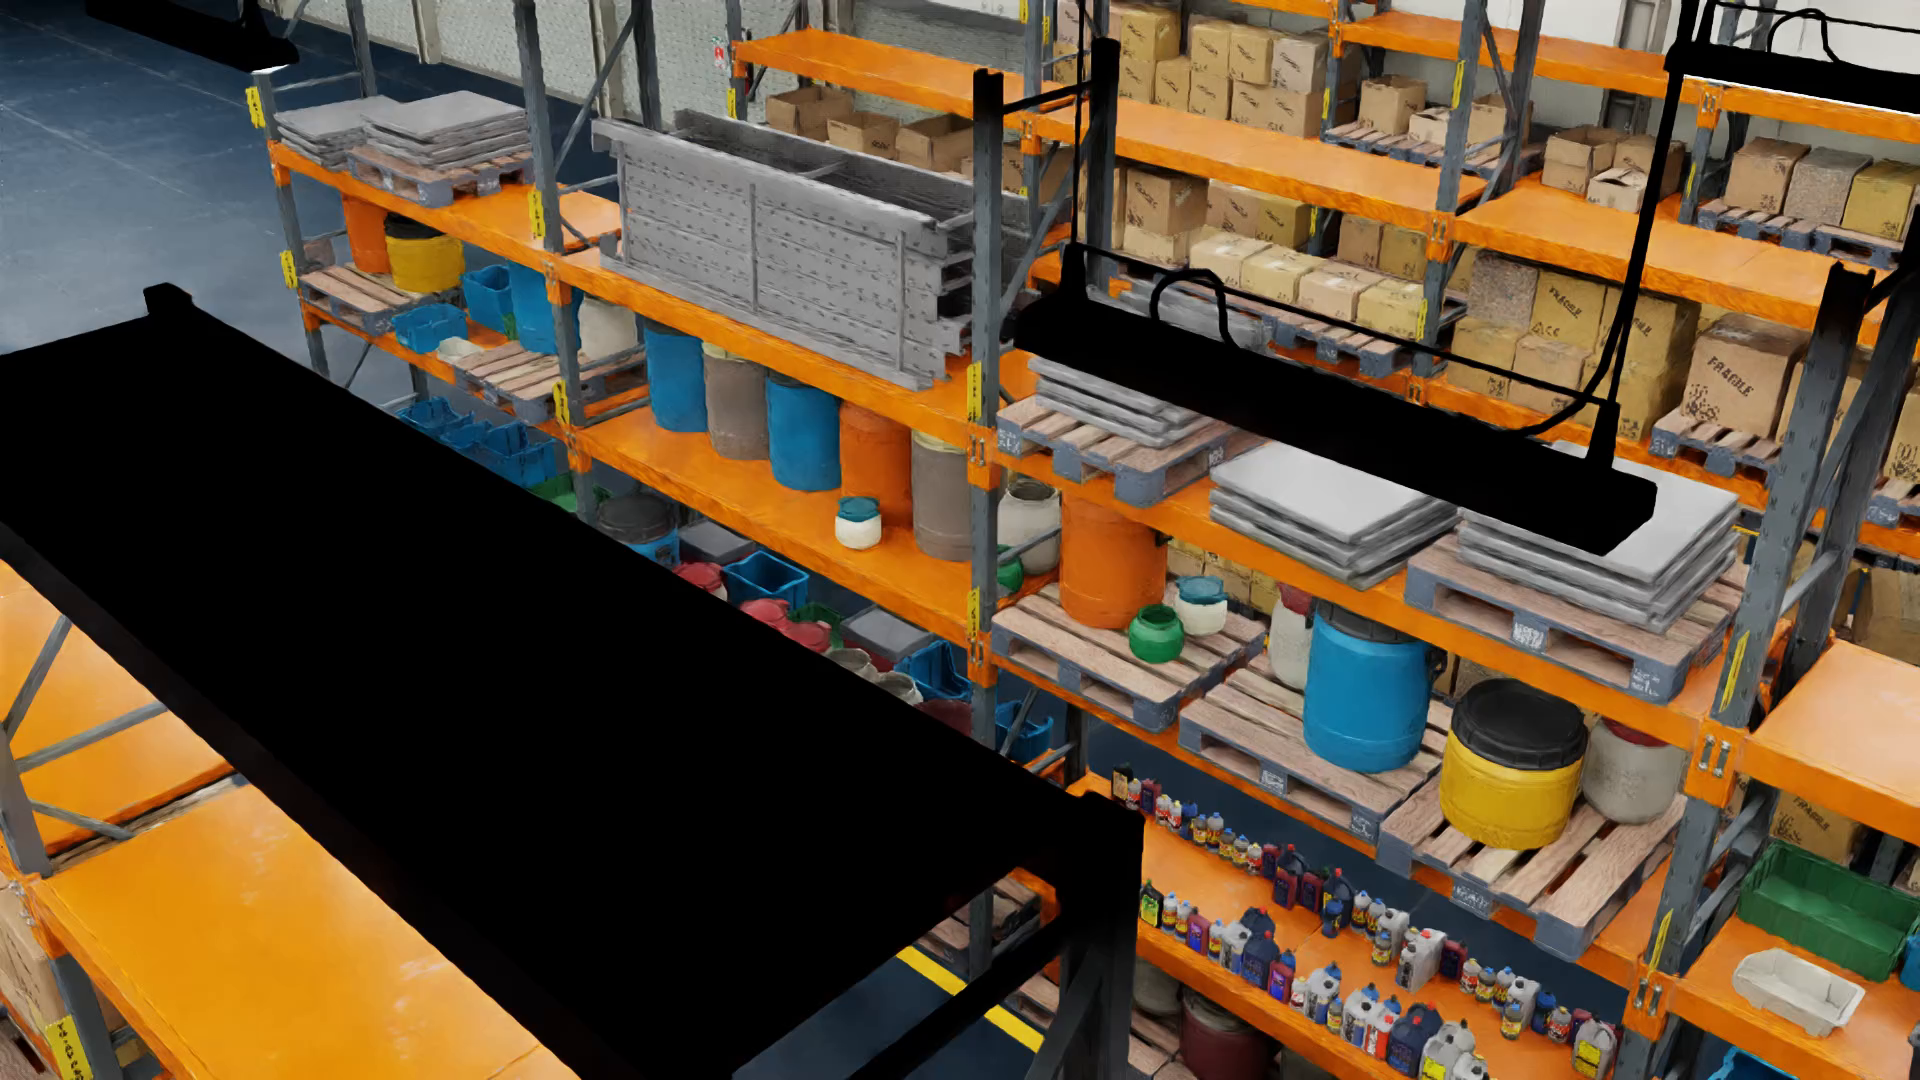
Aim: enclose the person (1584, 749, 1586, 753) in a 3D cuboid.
[{"bbox_3d":[3.888,1.745,11.288,0.652,1.787,0.522,10,31,18],"label":"person"}]
